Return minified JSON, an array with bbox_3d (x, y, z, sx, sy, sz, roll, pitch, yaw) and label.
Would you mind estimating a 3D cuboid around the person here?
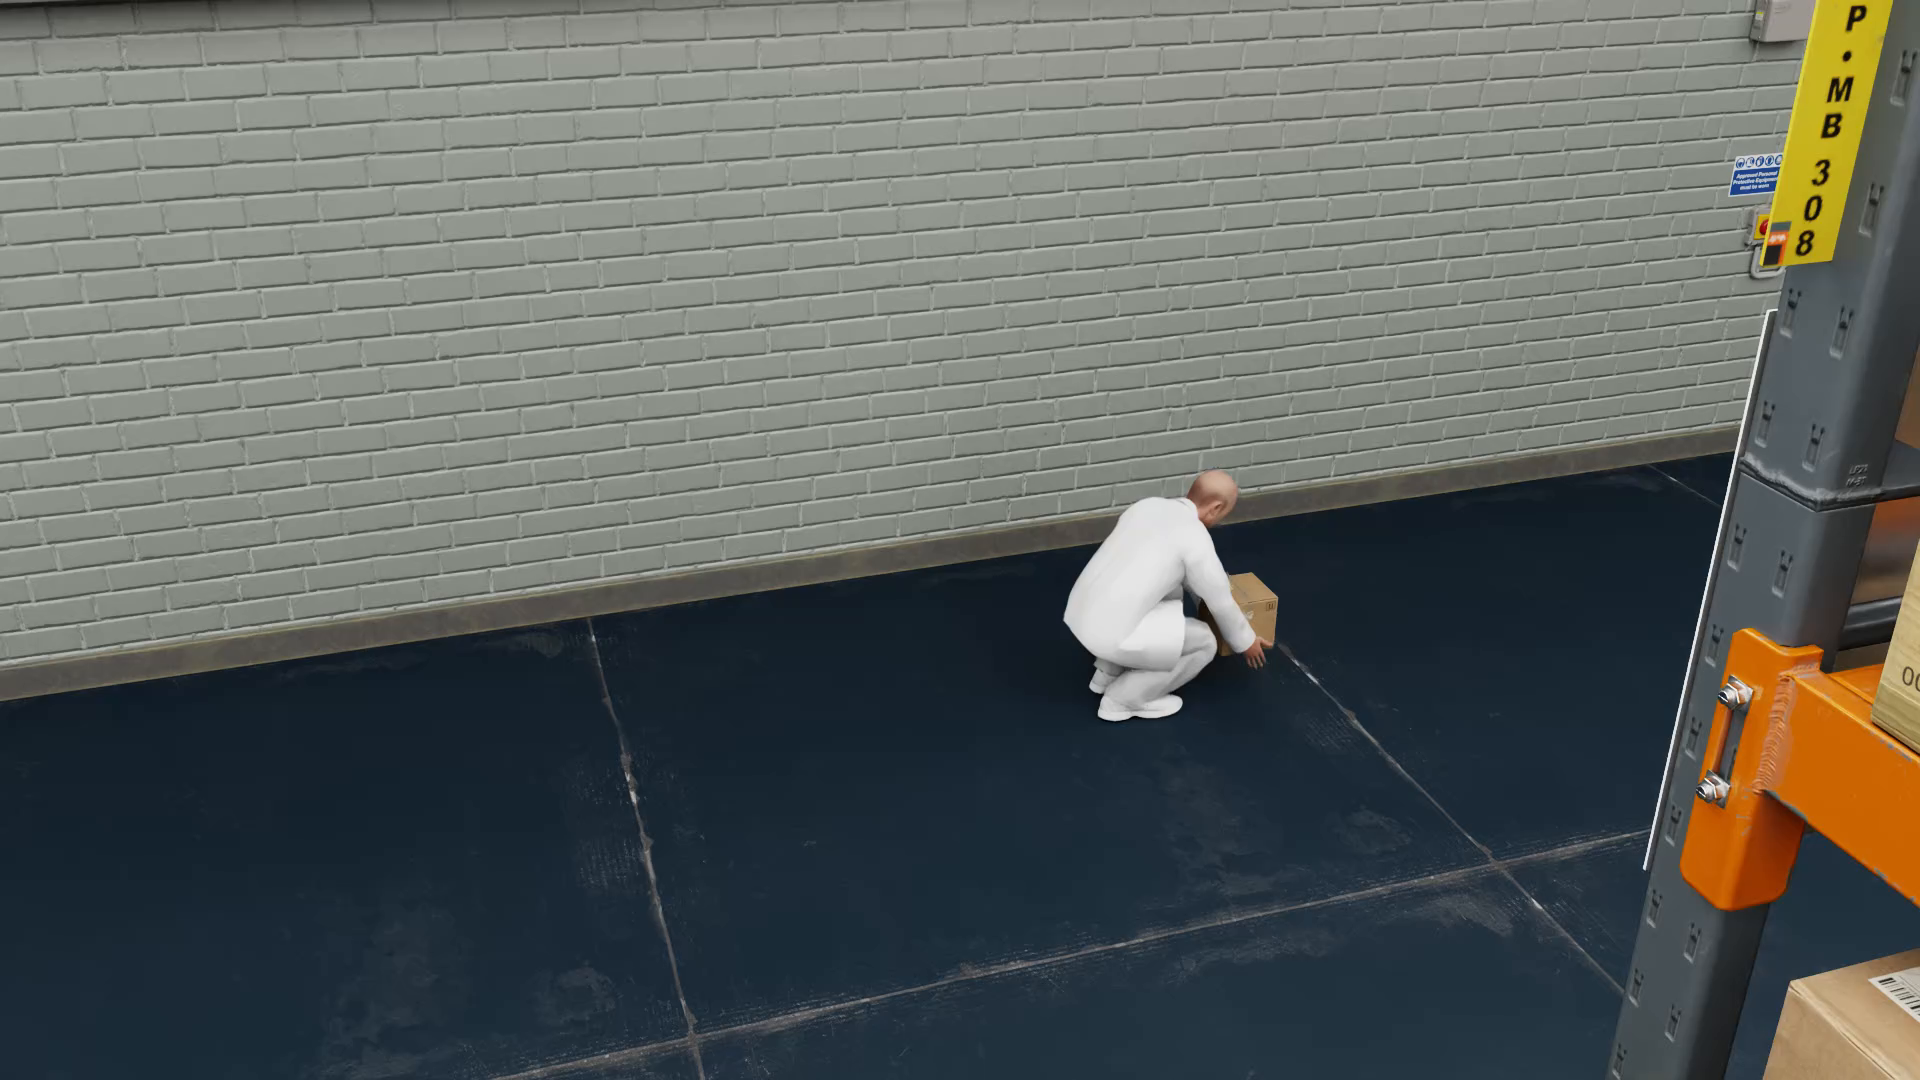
[{"bbox_3d":[0.880,0.225,7.079,0.910,0.988,0.589,-8,27,-17],"label":"person"}]
